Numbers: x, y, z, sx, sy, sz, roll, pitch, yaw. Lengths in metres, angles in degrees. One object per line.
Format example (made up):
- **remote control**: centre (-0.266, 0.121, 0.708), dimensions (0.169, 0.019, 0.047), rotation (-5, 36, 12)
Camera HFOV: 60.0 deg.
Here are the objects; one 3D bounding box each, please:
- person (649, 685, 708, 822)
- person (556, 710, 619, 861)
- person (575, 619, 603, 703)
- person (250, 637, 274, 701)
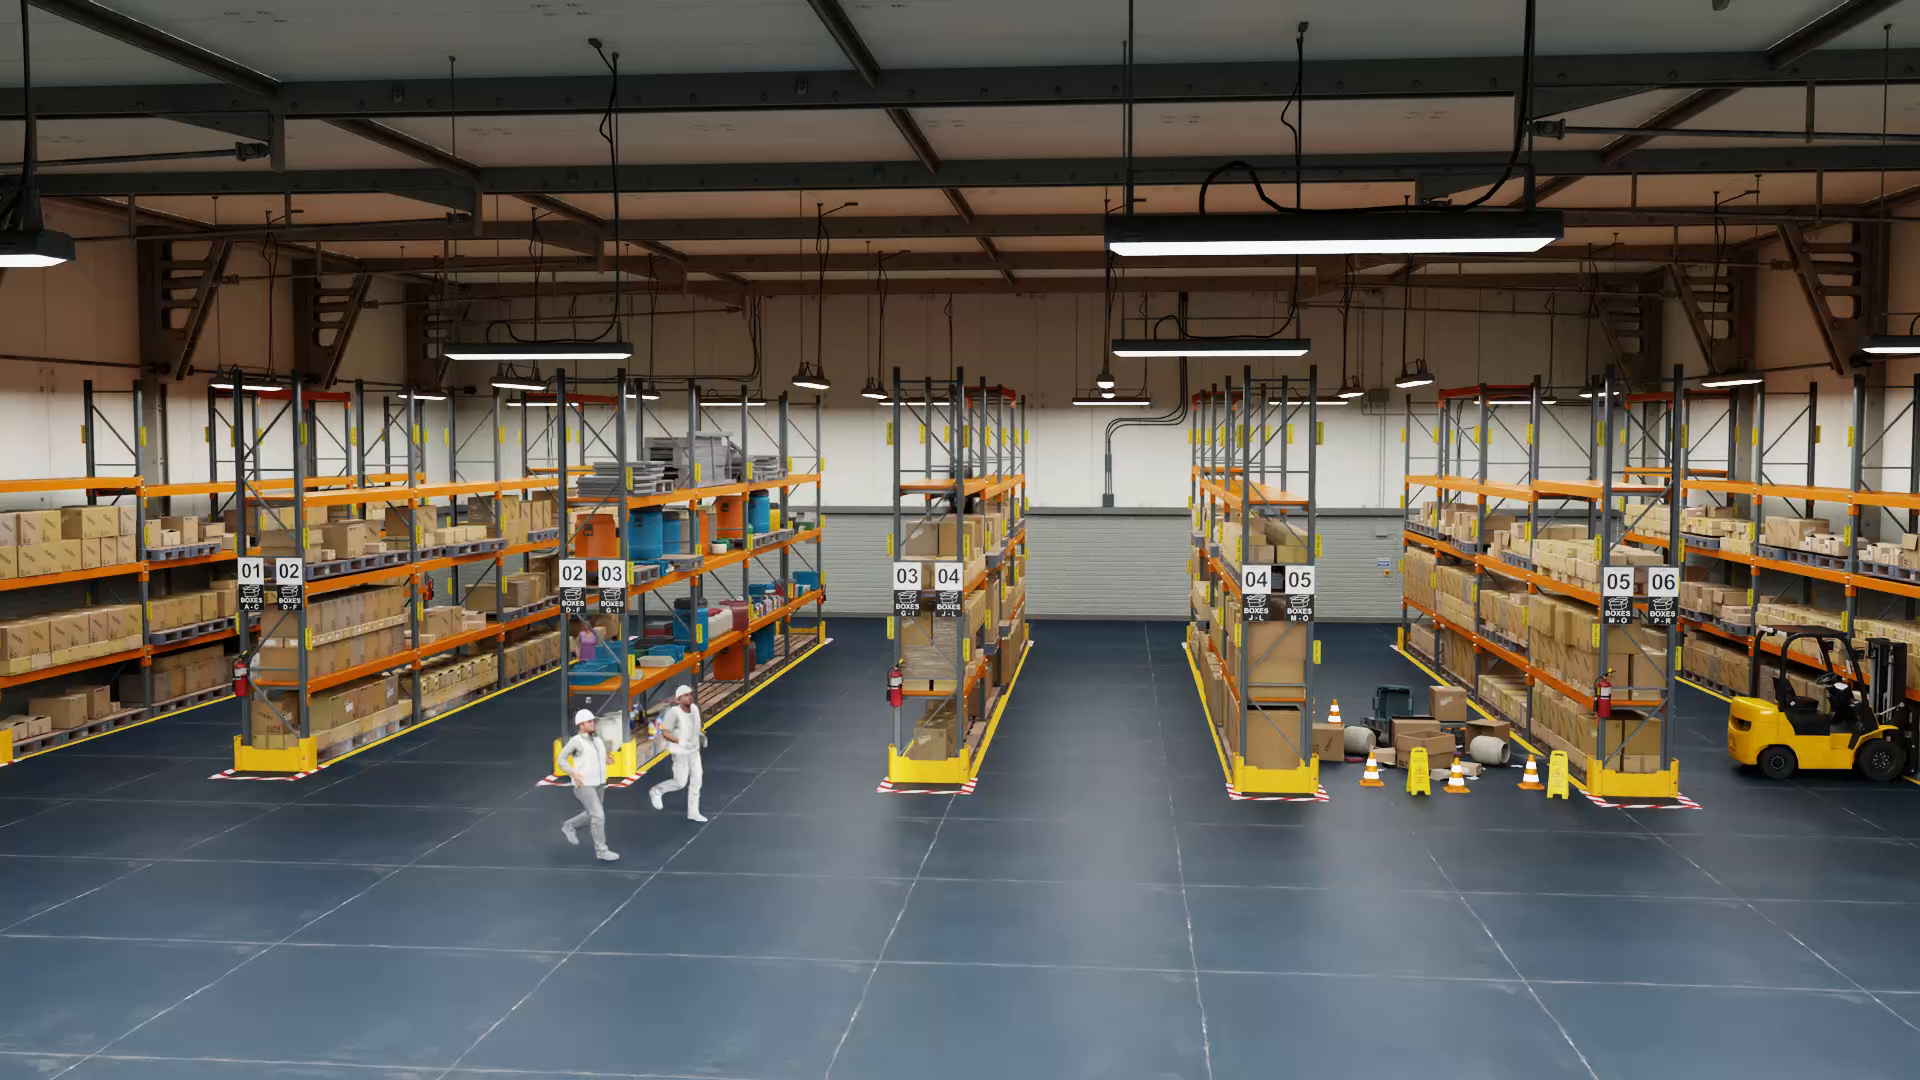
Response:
- **person**: centre (-3.645, 2.778, 21.786), dimensions (0.856, 1.775, 0.689), rotation (2, 4, 34)
- **person**: centre (-4.420, 2.887, 19.745), dimensions (0.930, 1.750, 0.666), rotation (2, 4, 26)
- **person**: centre (-7.023, 2.277, 31.485), dimensions (0.537, 1.560, 0.590), rotation (-1, 4, -9)
- **person**: centre (-11.613, 2.439, 27.749), dimensions (0.630, 1.656, 0.949), rotation (0, 4, 4)
